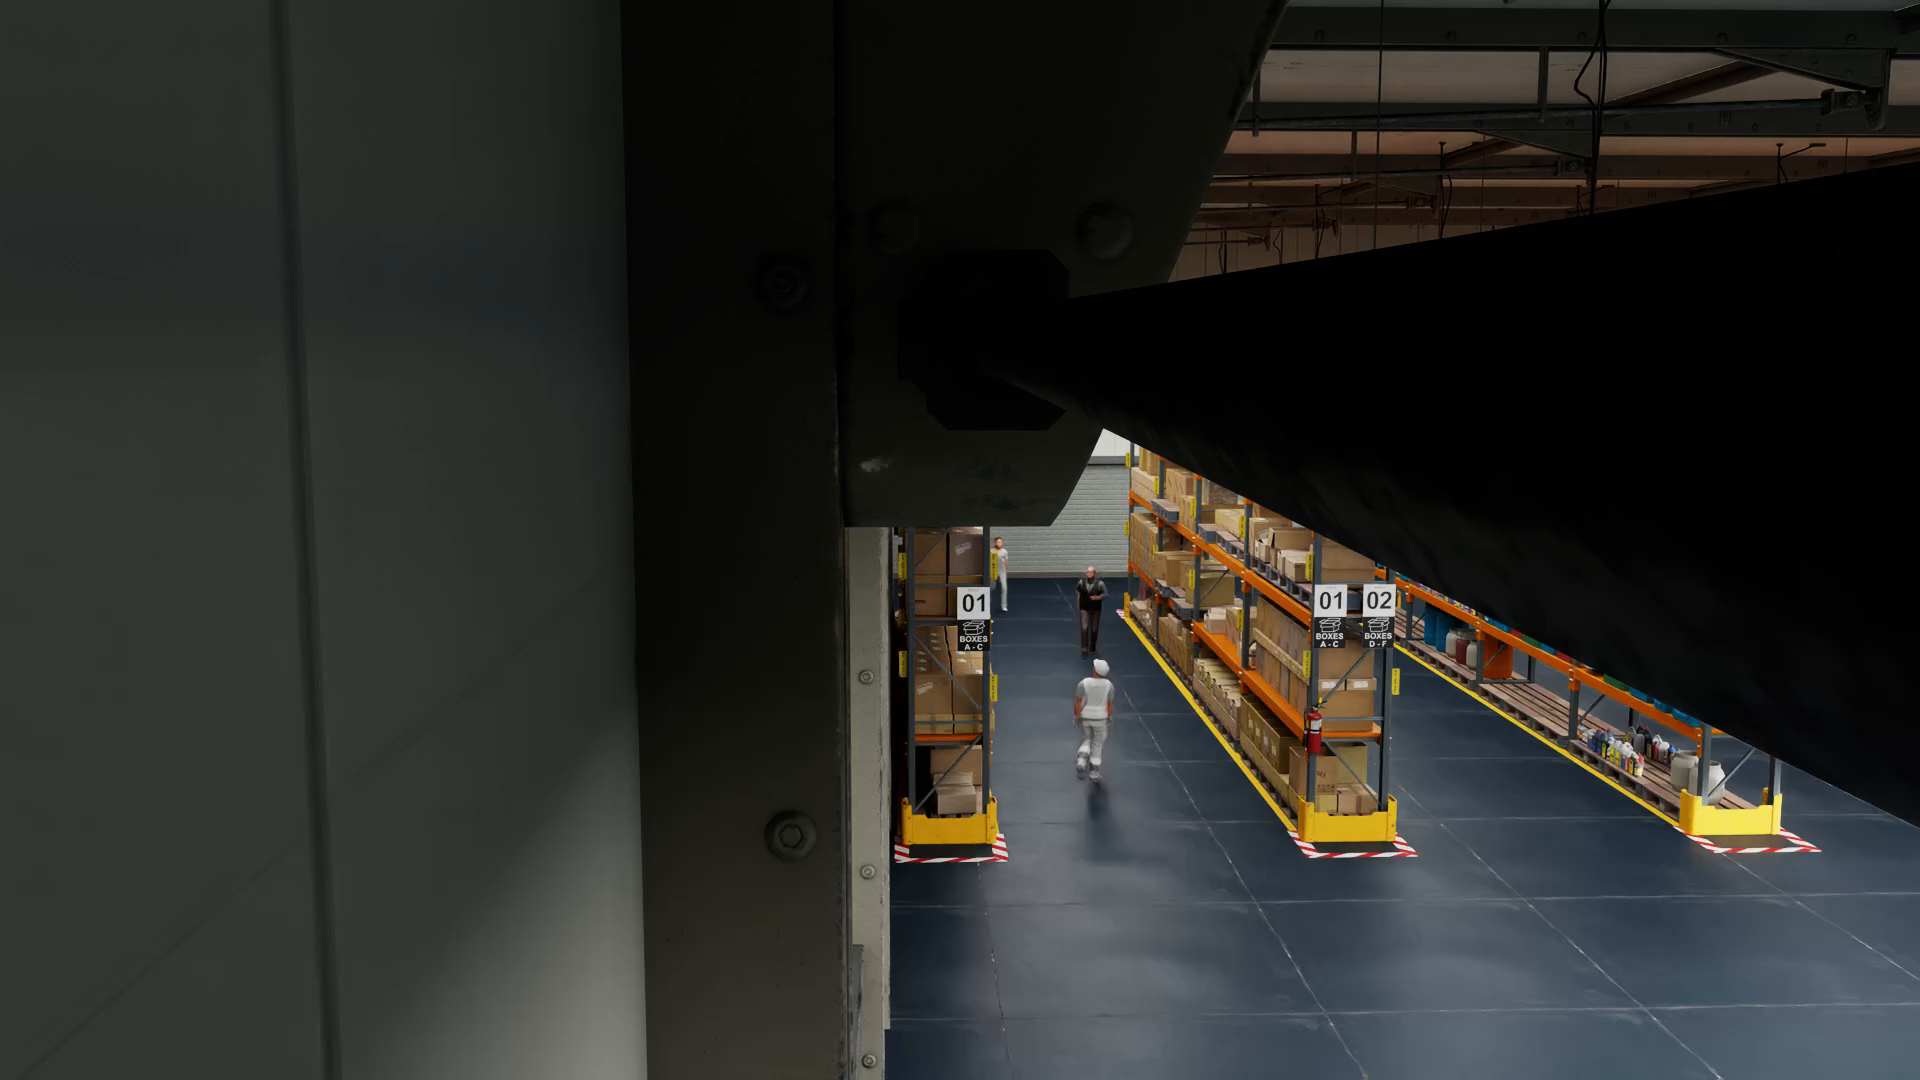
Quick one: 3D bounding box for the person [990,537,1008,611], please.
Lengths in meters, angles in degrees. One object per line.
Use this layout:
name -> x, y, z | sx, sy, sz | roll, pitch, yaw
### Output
person -> 0.842, 0.738, 37.301 | 0.471, 1.630, 0.932 | -2, 8, -15

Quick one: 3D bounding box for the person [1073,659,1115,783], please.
person -> 1.881, 2.498, 23.089 | 0.555, 1.745, 0.557 | 4, 9, 31

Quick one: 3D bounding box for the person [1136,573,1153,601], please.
person -> 4.215, 0.690, 37.565 | 0.445, 1.674, 0.432 | -3, 8, -21

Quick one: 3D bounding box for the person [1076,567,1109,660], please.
person -> 2.542, 1.389, 32.026 | 0.625, 1.765, 0.829 | 0, 7, 2
